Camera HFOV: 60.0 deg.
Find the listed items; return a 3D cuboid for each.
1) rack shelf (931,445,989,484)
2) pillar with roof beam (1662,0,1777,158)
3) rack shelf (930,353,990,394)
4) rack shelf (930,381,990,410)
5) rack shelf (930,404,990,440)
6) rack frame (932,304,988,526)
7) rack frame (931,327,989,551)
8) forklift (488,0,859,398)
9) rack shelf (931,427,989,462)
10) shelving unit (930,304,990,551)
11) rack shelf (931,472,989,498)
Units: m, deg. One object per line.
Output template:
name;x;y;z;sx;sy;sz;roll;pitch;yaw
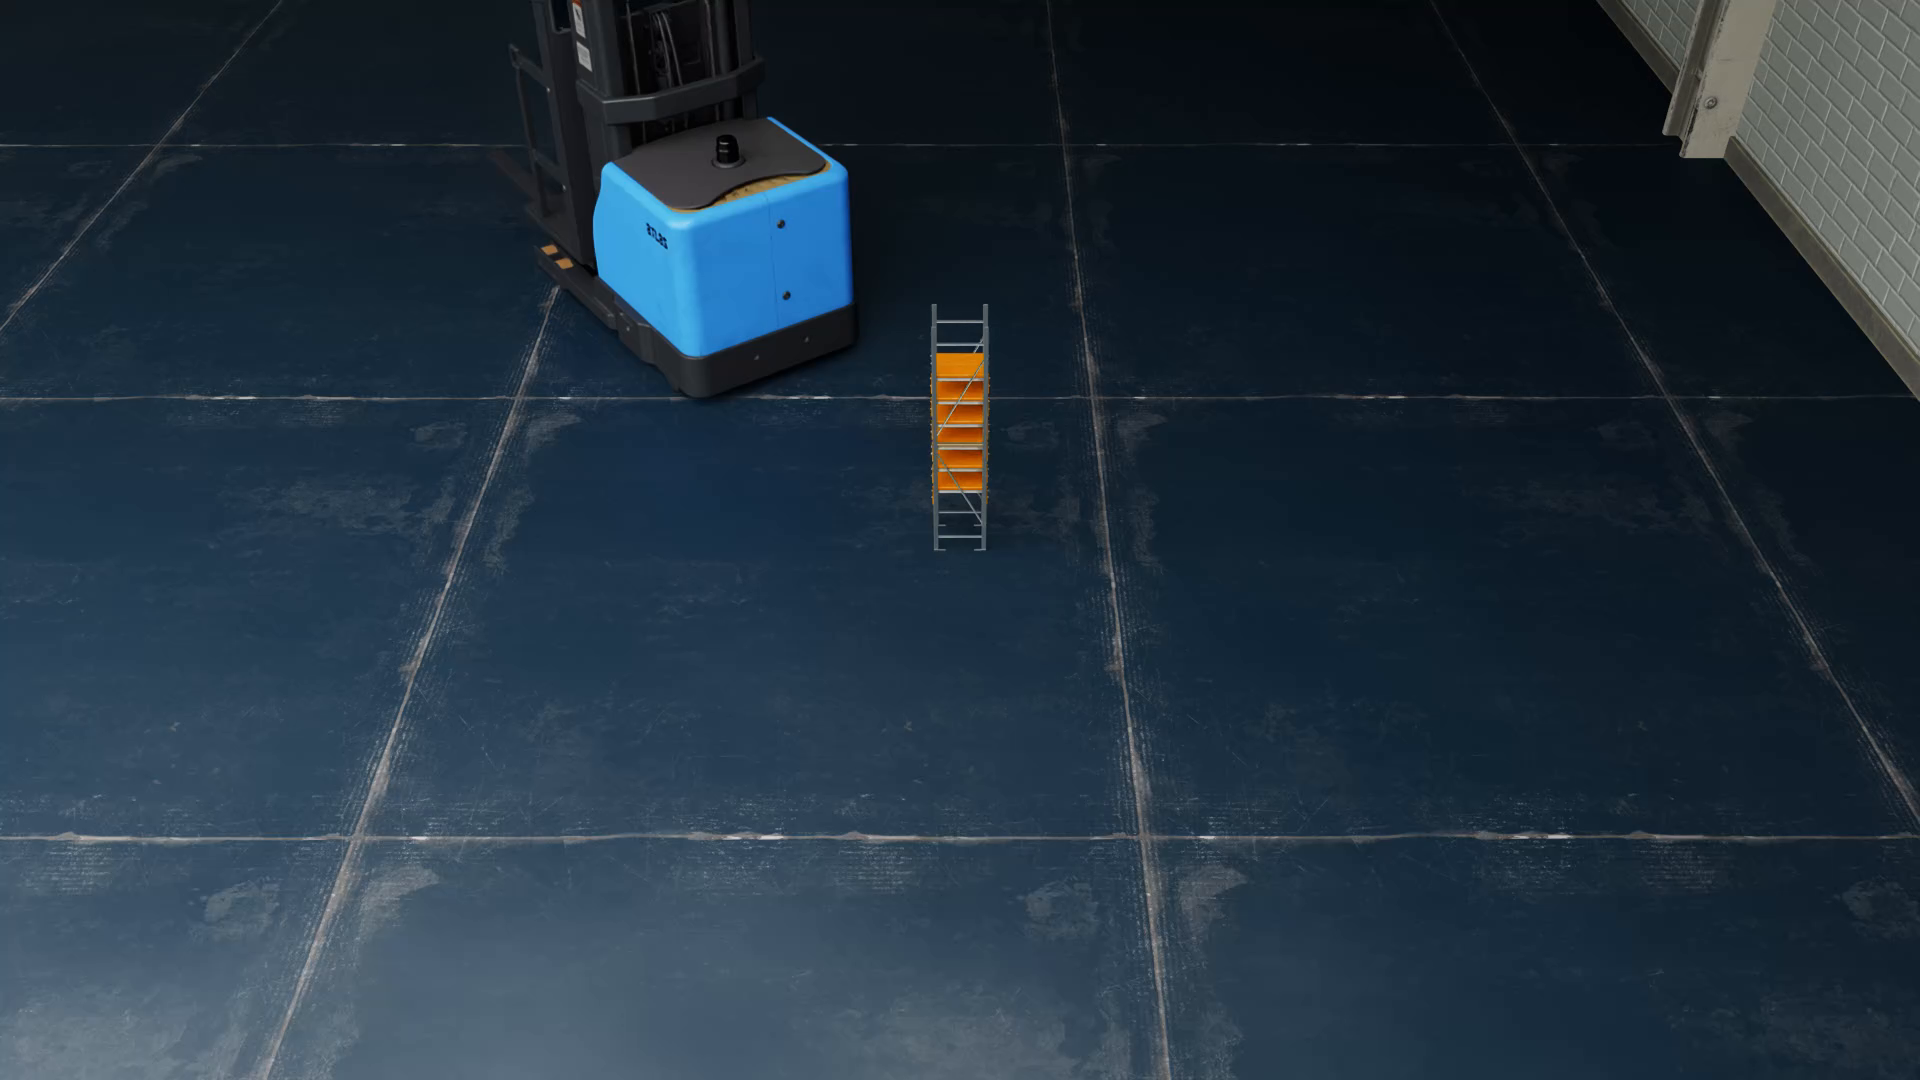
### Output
rack shelf;0.000;-0.349;7.489;0.258;0.103;0.180;0;39;0
pillar with roof beam;0.565;-6.130;8.203;9.100;9.000;0.400;0;39;0
rack shelf;0.000;-0.724;7.189;0.258;0.103;0.180;0;39;0
rack shelf;0.000;-0.630;7.264;0.258;0.103;0.180;0;39;0
rack shelf;0.000;-0.536;7.339;0.258;0.103;0.180;0;39;0
rack frame;0.000;-0.534;7.457;0.240;1.200;0.006;0;39;0
rack frame;0.000;-0.420;7.315;0.240;1.200;0.006;0;39;0
forklift;-1.812;-2.753;8.841;1.130;2.935;3.031;-24;45;-27
rack shelf;0.000;-0.443;7.414;0.258;0.103;0.180;0;39;0
shelving unit;0.000;-0.477;7.386;0.258;1.200;0.189;0;39;0
rack shelf;0.000;-0.255;7.564;0.258;0.103;0.180;0;39;0
